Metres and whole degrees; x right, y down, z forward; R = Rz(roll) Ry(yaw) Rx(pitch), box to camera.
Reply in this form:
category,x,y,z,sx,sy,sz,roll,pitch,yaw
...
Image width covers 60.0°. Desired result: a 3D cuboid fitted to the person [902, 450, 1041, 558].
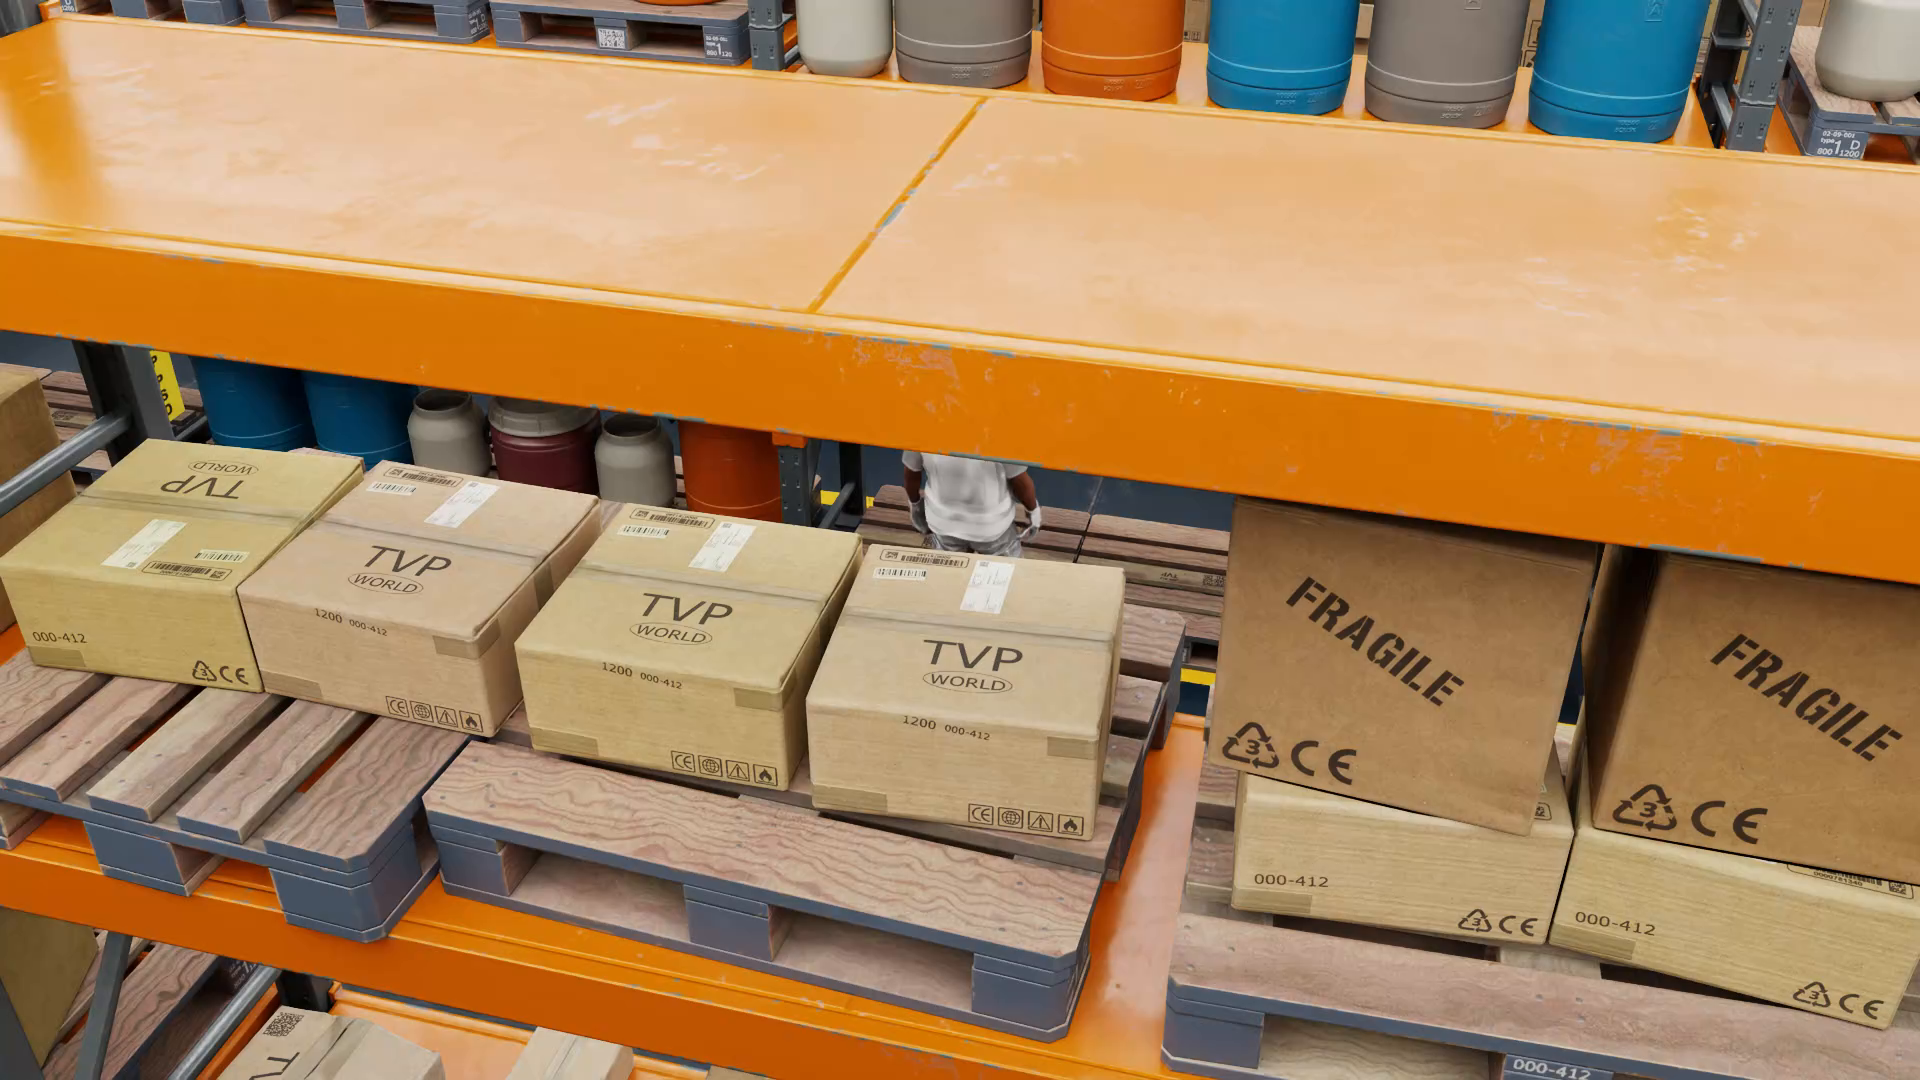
category,x,y,z,sx,sy,sz,roll,pitch,yaw
person,0.075,-0.147,7.858,0.638,1.783,0.577,8,33,12
